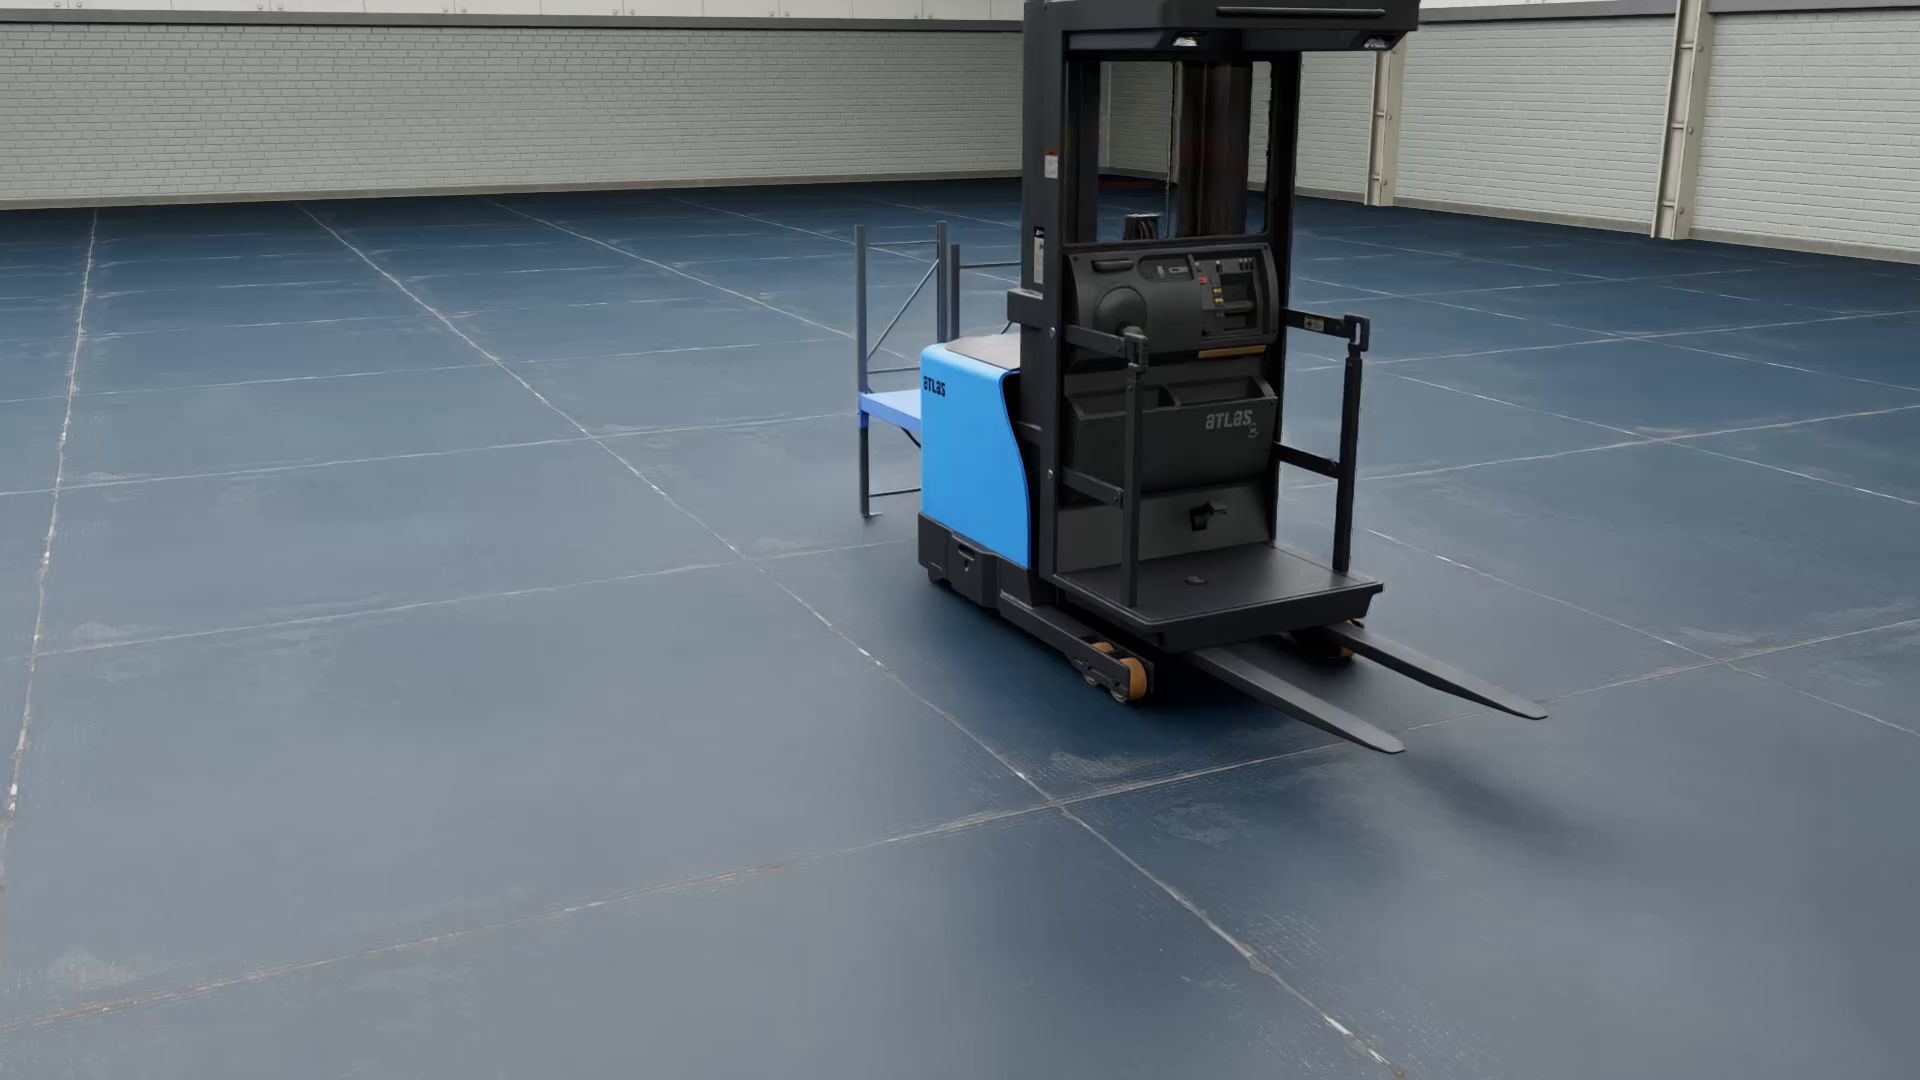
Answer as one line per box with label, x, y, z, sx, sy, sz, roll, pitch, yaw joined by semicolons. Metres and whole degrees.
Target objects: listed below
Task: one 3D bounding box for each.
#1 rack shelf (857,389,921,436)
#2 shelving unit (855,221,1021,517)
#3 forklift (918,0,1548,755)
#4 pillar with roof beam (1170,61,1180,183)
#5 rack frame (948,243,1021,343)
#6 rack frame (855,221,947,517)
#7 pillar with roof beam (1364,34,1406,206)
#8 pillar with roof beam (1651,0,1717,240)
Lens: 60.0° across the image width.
rack shelf;-0.061;-0.579;8.201;0.538;0.185;1.000;-8;18;-26
shelving unit;-0.061;-0.752;8.151;0.538;1.500;1.048;-8;18;-26
forklift;0.934;-0.948;6.240;1.130;2.935;3.031;-8;18;-26
pillar with roof beam;0.478;-10.868;29.808;9.100;9.000;0.400;-8;18;-25
rack frame;0.174;-0.627;7.718;0.500;1.500;0.032;-8;18;-26
rack frame;-0.296;-0.876;8.584;0.500;1.500;0.032;-8;18;-26
pillar with roof beam;3.106;-9.380;24.623;9.100;9.000;0.400;-8;18;-25
pillar with roof beam;5.735;-7.892;19.439;9.100;9.000;0.400;-8;18;-25
